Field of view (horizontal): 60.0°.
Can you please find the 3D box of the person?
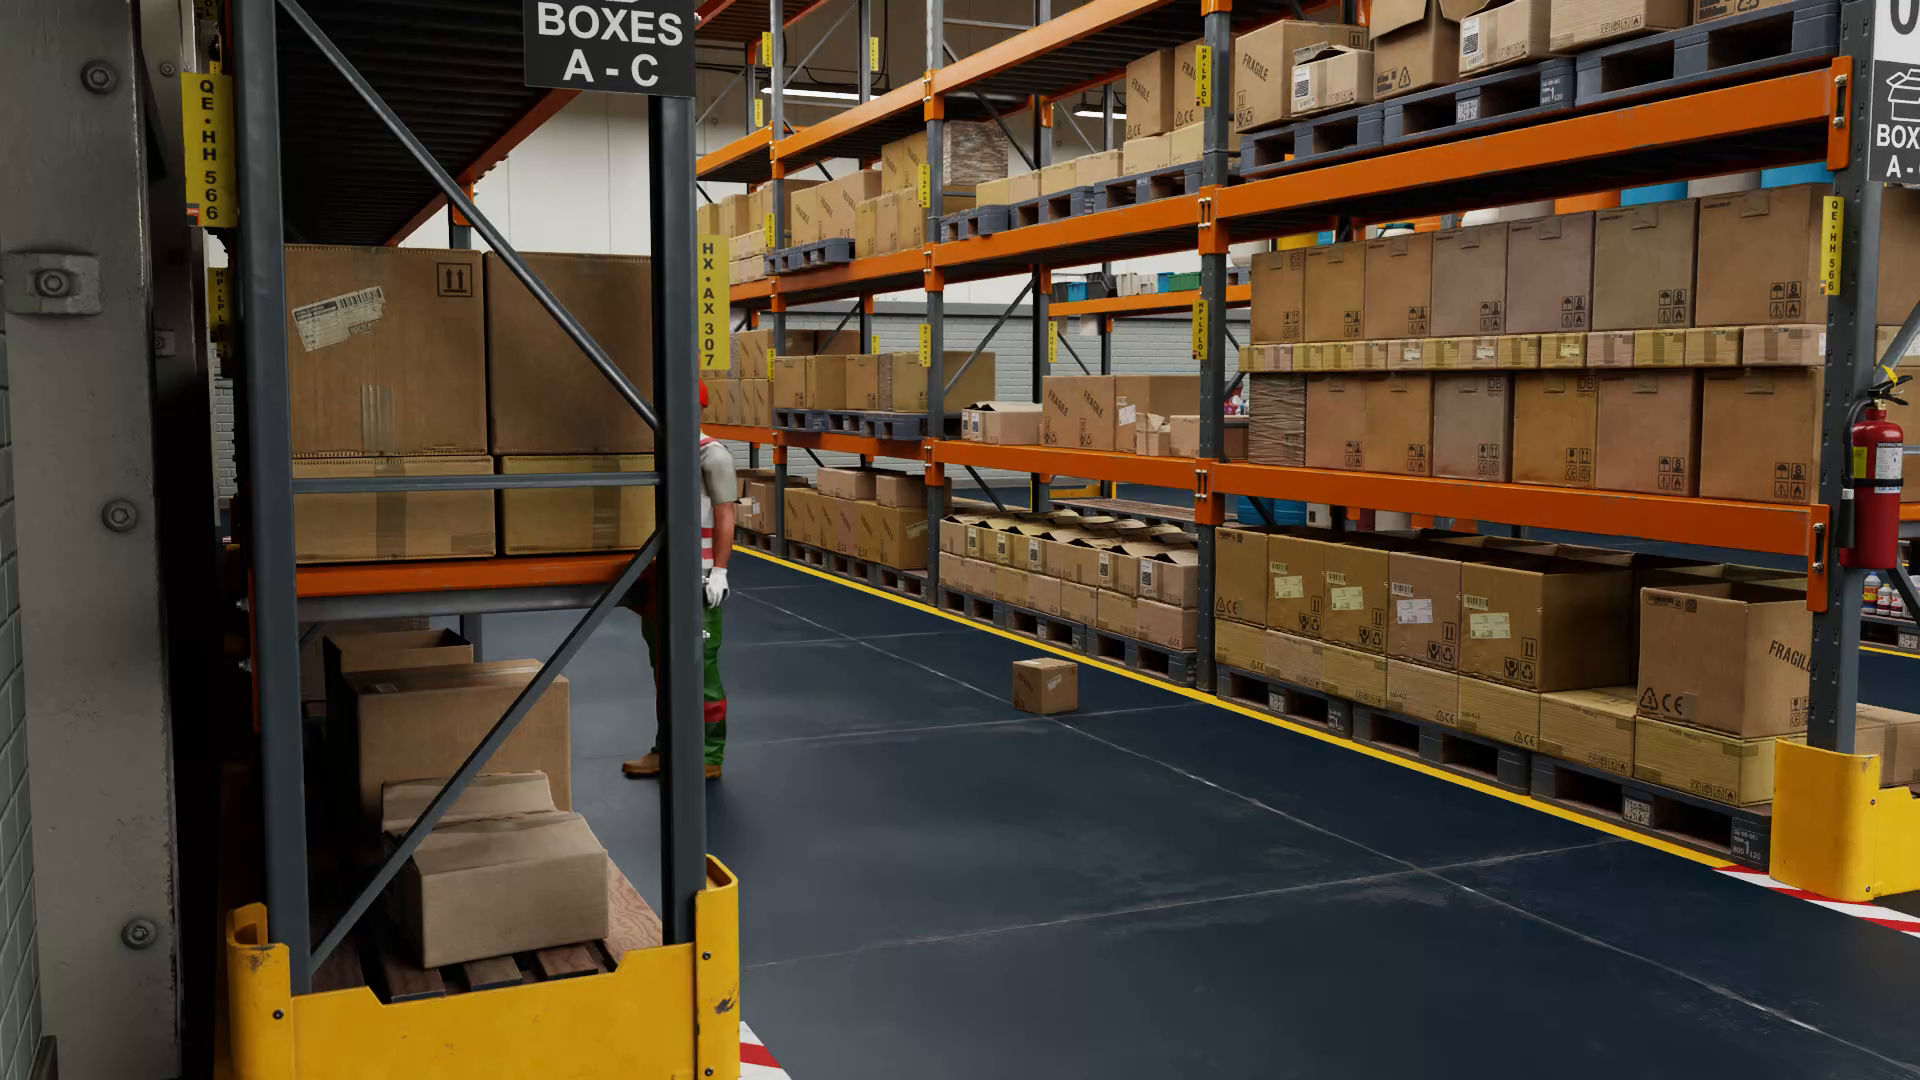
[{"bbox_3d":[-1.237,0.159,7.314,0.548,1.795,0.359,5,7,40],"label":"person"}]
